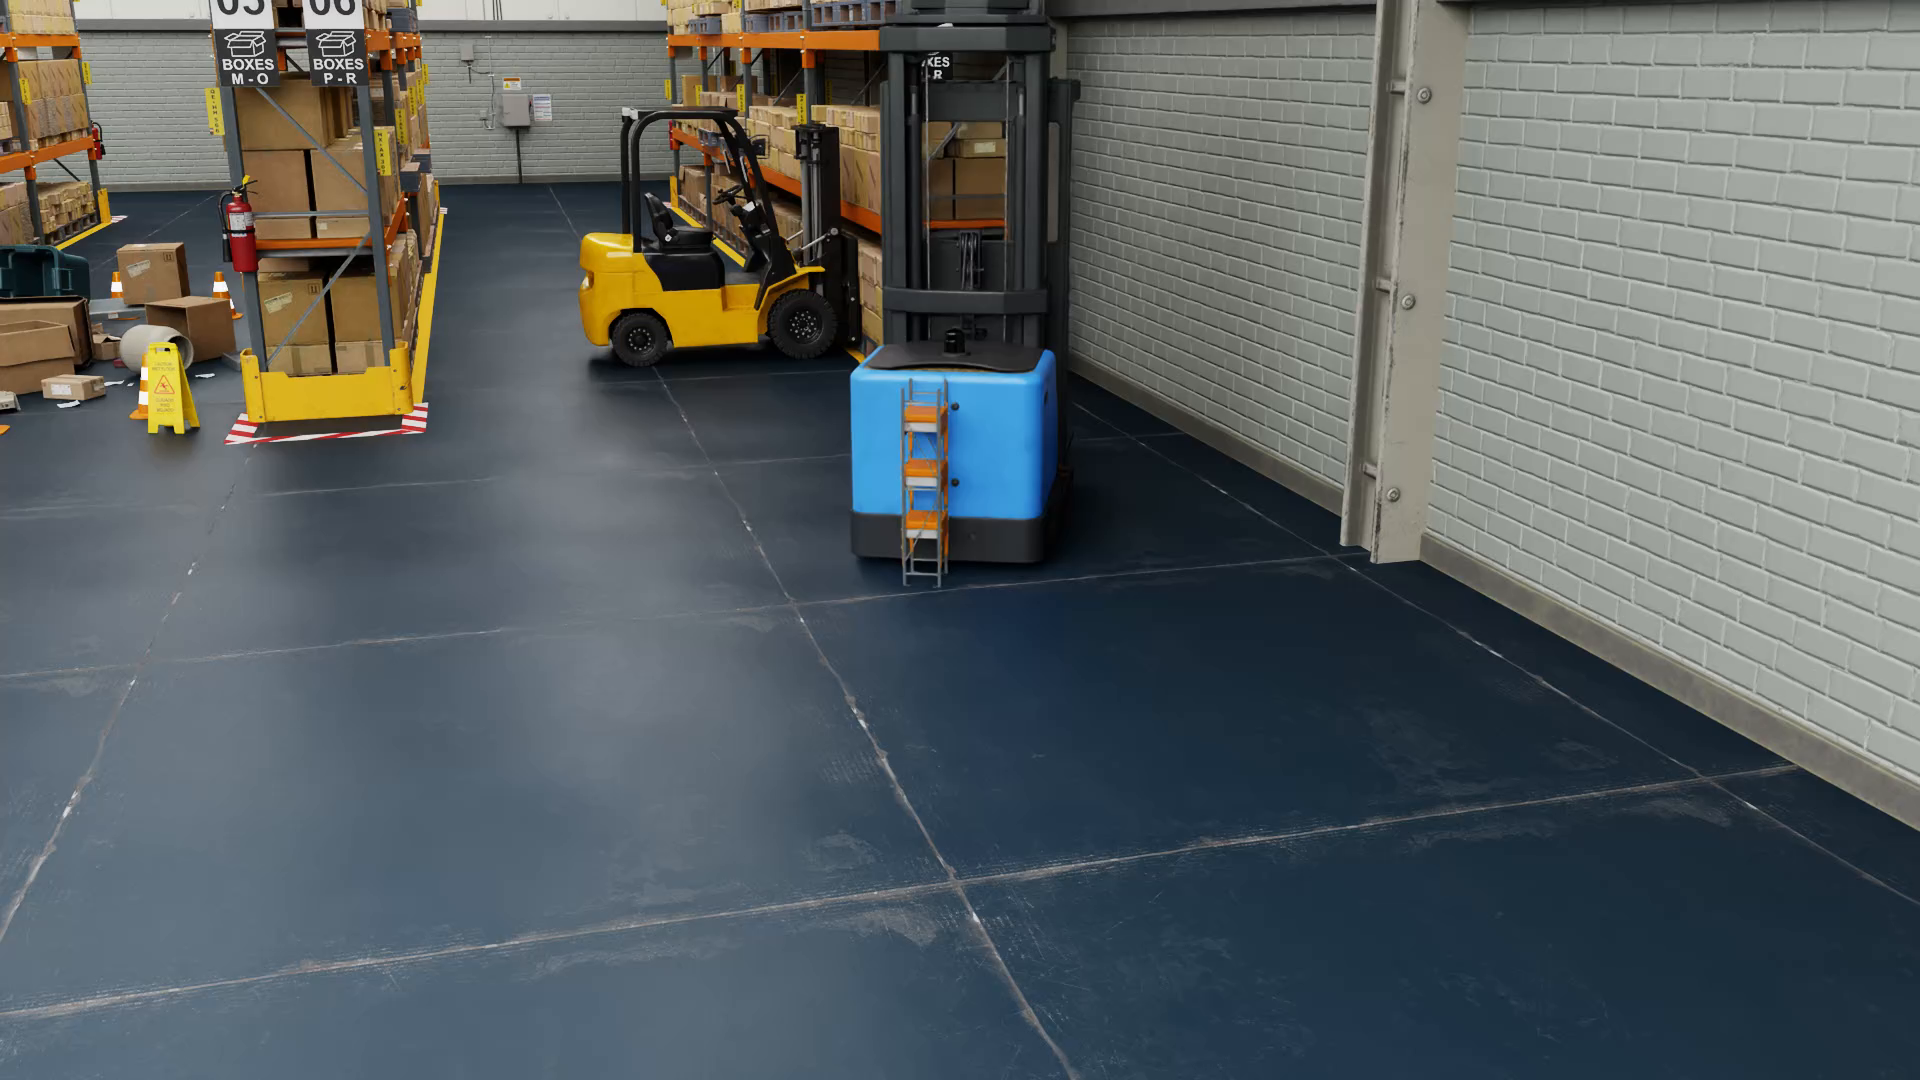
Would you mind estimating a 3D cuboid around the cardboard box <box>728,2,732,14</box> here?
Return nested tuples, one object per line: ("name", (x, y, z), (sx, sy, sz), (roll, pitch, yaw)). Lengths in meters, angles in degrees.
("cardboard box", (-2.836, -6.976, 21.816), (0.380, 0.149, 0.250), (-4, 17, -14))

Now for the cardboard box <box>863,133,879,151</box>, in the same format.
("cardboard box", (-0.632, -3.487, 14.547), (0.380, 0.149, 0.250), (-5, 18, -17))

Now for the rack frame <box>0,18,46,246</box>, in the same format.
("rack frame", (-12.781, -5.277, 21.806), (1.000, 3.000, 0.127), (-5, 17, -15))

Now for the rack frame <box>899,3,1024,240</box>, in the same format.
("rack frame", (0.020, -2.771, 13.462), (1.000, 3.000, 0.127), (-5, 17, -15))

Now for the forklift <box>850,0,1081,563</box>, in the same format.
("forklift", (0.123, -1.659, 9.882), (1.130, 2.935, 3.031), (2, 17, 8))

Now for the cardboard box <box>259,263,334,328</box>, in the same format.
("cardboard box", (-5.370, -1.966, 13.528), (0.500, 0.500, 0.500), (-4, 17, -13))

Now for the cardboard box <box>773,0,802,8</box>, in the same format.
("cardboard box", (-1.724, -5.913, 17.961), (0.500, 0.311, 0.500), (-5, 18, -17))

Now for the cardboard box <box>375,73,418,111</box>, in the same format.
("cardboard box", (-7.536, -5.977, 22.224), (0.500, 0.500, 0.500), (-4, 17, -14))

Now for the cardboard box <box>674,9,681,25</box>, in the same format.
("cardboard box", (-4.230, -8.278, 26.325), (0.500, 0.250, 0.500), (-5, 17, -17))

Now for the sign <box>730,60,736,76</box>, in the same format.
("sign", (-3.838, -7.941, 28.111), (0.100, 0.325, 0.005), (-5, 17, -15))

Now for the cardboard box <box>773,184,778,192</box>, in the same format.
("cardboard box", (-2.319, -4.756, 22.559), (0.380, 0.149, 0.250), (-5, 17, -16))

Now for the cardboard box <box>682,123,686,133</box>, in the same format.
("cardboard box", (-4.245, -6.603, 26.657), (0.380, 0.149, 0.250), (-5, 17, -17))

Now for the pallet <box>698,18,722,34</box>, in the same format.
("pallet", (-2.879, -6.964, 22.534), (1.213, 0.211, 1.003), (-5, 17, -15))

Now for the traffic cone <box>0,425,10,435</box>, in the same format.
("traffic cone", (-7.084, -0.997, 11.968), (0.336, 0.463, 0.334), (-5, 17, -15))

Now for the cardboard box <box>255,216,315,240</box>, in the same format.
("cardboard box", (-5.060, -2.343, 12.476), (0.380, 0.149, 0.250), (-4, 17, -13))

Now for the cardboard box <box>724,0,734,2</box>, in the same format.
("cardboard box", (-2.843, -7.043, 21.520), (0.380, 0.149, 0.250), (-5, 17, -16))

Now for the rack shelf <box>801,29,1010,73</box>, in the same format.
("rack shelf", (-0.530, -4.416, 14.975), (1.077, 0.370, 4.000), (-5, 17, -15))

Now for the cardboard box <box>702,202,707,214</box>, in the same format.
("cardboard box", (-3.714, -5.057, 25.297), (0.380, 0.149, 0.250), (-5, 18, -17))

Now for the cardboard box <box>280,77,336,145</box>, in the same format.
("cardboard box", (-5.234, -3.311, 12.832), (0.700, 0.500, 0.500), (-5, 17, -15))

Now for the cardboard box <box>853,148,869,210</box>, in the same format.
("cardboard box", (-0.643, -3.220, 14.783), (0.500, 0.500, 0.500), (-5, 17, -16))

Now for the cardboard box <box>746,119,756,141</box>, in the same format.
("cardboard box", (-2.316, -5.007, 20.299), (0.500, 0.250, 0.500), (-5, 17, -15))

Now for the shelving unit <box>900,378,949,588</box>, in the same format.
("shelving unit", (-0.181, -0.292, 8.599), (0.215, 1.050, 0.252), (2, 17, 8))

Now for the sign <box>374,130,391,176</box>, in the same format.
("sign", (-4.230, -2.835, 12.170), (0.100, 0.325, 0.005), (-5, 17, -15))

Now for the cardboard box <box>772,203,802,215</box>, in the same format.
("cardboard box", (-1.834, -3.694, 19.932), (0.875, 0.625, 0.625), (-4, 17, -13))

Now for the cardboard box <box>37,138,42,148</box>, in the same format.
("cardboard box", (-12.880, -5.472, 22.891), (0.380, 0.149, 0.250), (-6, 18, -18))

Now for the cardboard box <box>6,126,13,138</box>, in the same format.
("cardboard box", (-12.482, -5.264, 21.468), (0.380, 0.149, 0.250), (-5, 17, -17))

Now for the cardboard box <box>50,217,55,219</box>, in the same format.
("cardboard box", (-12.764, -4.377, 23.036), (0.380, 0.149, 0.250), (-5, 17, -16))

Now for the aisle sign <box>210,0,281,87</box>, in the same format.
("aisle sign", (-5.014, -3.582, 11.644), (0.394, 0.787, 0.004), (-5, 17, -15))

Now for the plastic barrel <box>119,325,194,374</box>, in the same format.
("plastic barrel", (-6.775, -1.595, 14.026), (0.512, 0.421, 0.421), (7, 18, 23))

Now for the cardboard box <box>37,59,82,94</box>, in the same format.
("cardboard box", (-13.516, -6.946, 24.933), (0.500, 0.500, 0.500), (-5, 17, -16))

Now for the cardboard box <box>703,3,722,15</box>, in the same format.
("cardboard box", (-3.296, -7.259, 22.722), (0.380, 0.149, 0.250), (-5, 17, -16))

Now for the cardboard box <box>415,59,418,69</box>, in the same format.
("cardboard box", (-8.583, -7.351, 25.670), (0.380, 0.149, 0.250), (-4, 17, -14))

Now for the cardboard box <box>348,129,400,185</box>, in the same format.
("cardboard box", (-5.342, -3.429, 14.962), (0.500, 0.500, 0.500), (-4, 17, -13))

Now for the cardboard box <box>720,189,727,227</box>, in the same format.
("cardboard box", (-3.073, -4.657, 23.358), (0.500, 0.500, 0.500), (-5, 17, -17))

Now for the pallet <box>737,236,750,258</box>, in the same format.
("pallet", (-2.348, -3.857, 21.927), (1.003, 0.211, 1.213), (-5, 17, -15))

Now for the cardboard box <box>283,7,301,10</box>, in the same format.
("cardboard box", (-5.276, -4.145, 12.566), (0.500, 0.250, 0.500), (-5, 17, -16))

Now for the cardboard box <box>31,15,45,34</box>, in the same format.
("cardboard box", (-12.926, -7.074, 22.835), (0.500, 0.250, 0.500), (-4, 17, -13))

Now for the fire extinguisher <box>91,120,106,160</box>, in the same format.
("fire extinguisher", (-13.506, -6.274, 25.908), (0.296, 0.674, 0.183), (-5, 17, -15))

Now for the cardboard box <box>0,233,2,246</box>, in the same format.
("cardboard box", (-11.918, -3.671, 20.074), (0.500, 0.500, 0.500), (-5, 17, -17))

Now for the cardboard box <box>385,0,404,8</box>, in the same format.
("cardboard box", (-5.626, -5.243, 16.008), (0.500, 0.250, 0.500), (-5, 17, -17))

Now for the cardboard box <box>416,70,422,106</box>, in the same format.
("cardboard box", (-8.211, -6.657, 24.487), (0.500, 0.500, 0.500), (-4, 17, -14))

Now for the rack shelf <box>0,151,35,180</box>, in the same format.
("rack shelf", (-12.232, -4.379, 20.068), (1.077, 0.370, 4.000), (-5, 17, -15))

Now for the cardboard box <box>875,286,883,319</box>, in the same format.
("cardboard box", (-0.415, -2.004, 14.091), (0.500, 0.250, 0.500), (-5, 17, -16))

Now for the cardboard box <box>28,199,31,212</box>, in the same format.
("cardboard box", (-12.677, -4.509, 22.442), (0.380, 0.149, 0.250), (-4, 17, -13))

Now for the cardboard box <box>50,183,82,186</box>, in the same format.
("cardboard box", (-13.478, -5.304, 25.086), (0.380, 0.149, 0.250), (-4, 17, -14))

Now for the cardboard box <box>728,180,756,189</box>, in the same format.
("cardboard box", (-3.016, -4.928, 23.131), (0.380, 0.149, 0.250), (-4, 17, -13))

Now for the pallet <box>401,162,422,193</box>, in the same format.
("pallet", (-5.921, -3.615, 16.605), (1.003, 0.211, 1.213), (-5, 17, -15))

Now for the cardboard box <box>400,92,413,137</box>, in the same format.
("cardboard box", (-6.406, -4.736, 18.582), (0.500, 0.500, 0.500), (-5, 17, -16))

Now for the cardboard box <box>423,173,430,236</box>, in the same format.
("cardboard box", (-7.547, -4.466, 22.068), (0.875, 0.875, 0.875), (-4, 17, -14))

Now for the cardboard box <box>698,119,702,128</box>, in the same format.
("cardboard box", (-3.653, -6.282, 24.895), (0.500, 0.250, 0.500), (-4, 17, -14))

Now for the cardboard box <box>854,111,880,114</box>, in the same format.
("cardboard box", (-0.762, -3.849, 15.233), (0.380, 0.149, 0.250), (-5, 17, -15))

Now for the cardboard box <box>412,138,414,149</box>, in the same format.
("cardboard box", (-6.379, -4.464, 18.806), (0.380, 0.149, 0.250), (-5, 17, -16))

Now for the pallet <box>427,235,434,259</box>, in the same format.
("pallet", (-7.426, -3.815, 21.787), (1.003, 0.211, 1.213), (-5, 17, -15))

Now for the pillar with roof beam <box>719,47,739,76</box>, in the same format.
("pillar with roof beam", (-8.391, -10.546, 28.919), (9.100, 9.000, 0.400), (-5, 17, -15))
